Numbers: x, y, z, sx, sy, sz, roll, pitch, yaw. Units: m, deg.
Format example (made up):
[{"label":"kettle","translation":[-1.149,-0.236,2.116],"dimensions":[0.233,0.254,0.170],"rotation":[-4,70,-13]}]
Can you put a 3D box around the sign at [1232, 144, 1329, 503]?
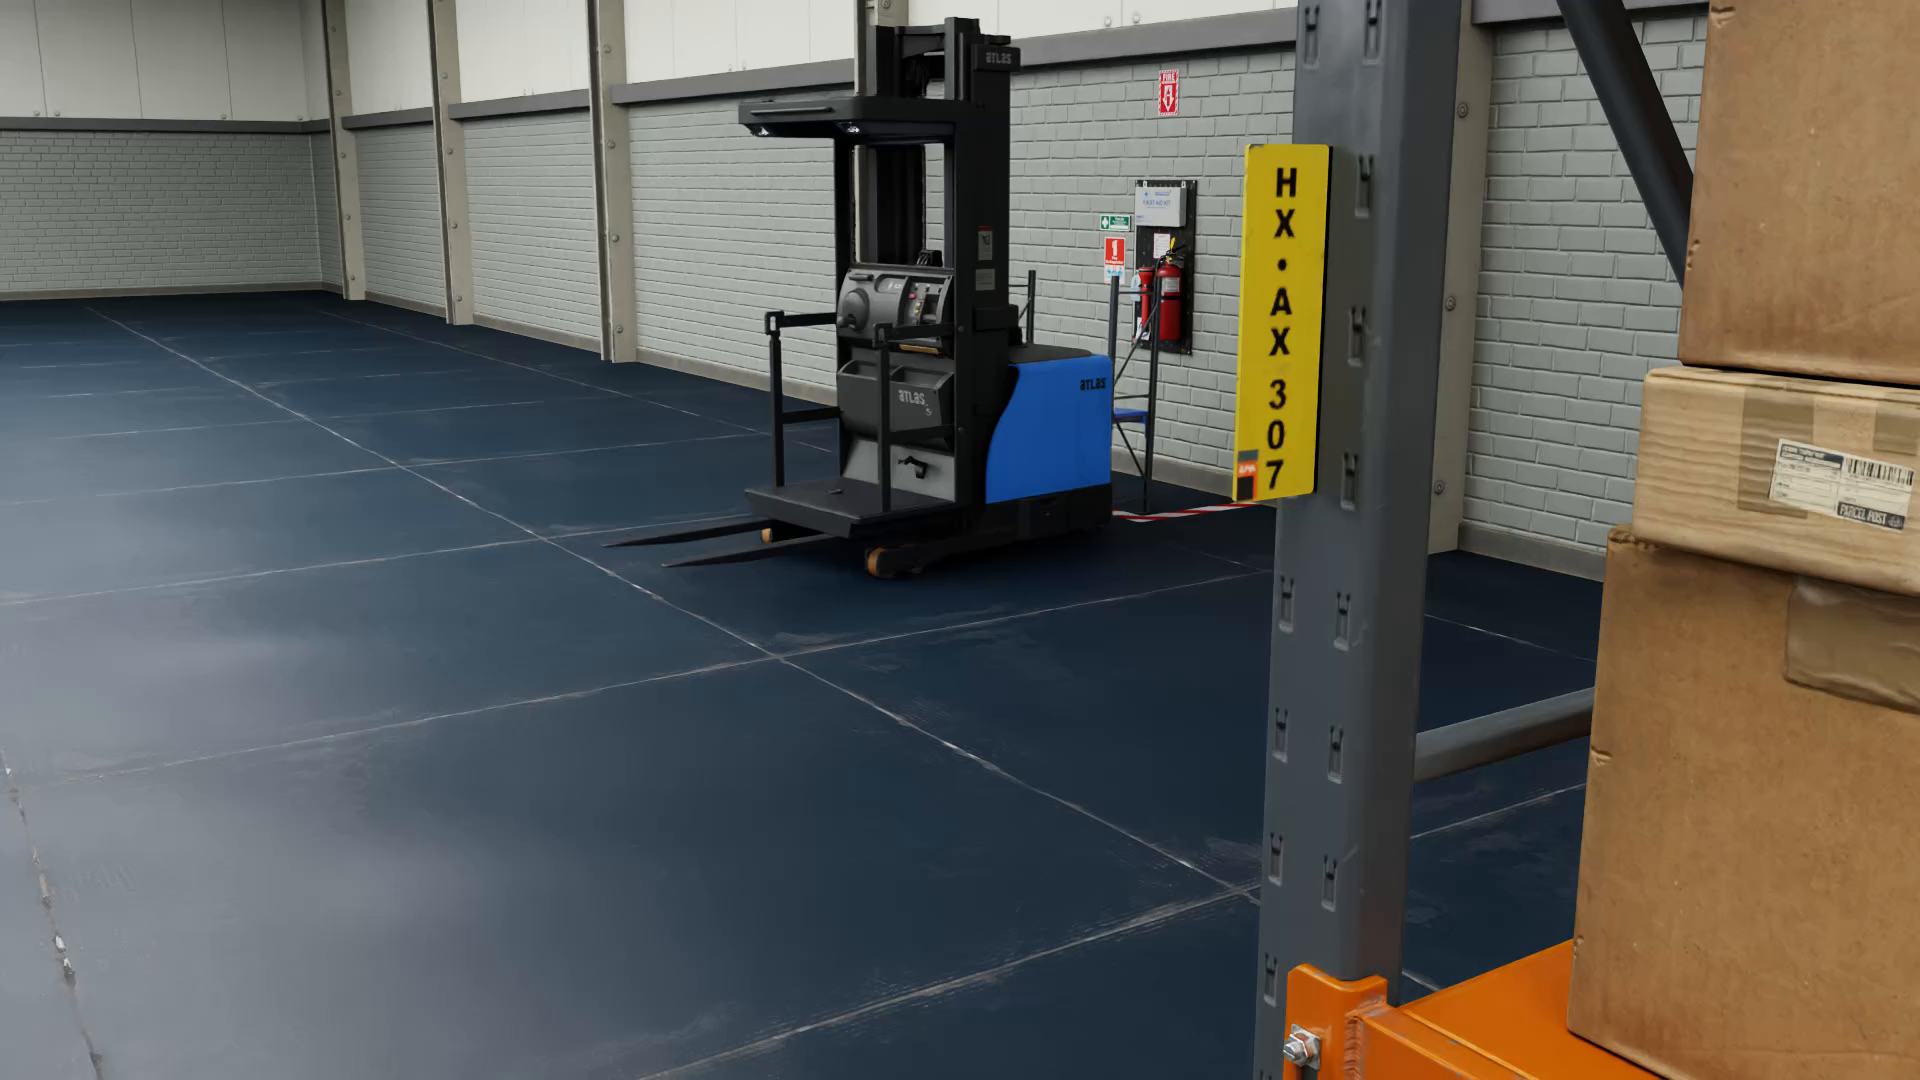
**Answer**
[{"label":"sign","translation":[0.296,-0.199,1.538],"dimensions":[0.100,0.325,0.005],"rotation":[-8,15,-33]}]

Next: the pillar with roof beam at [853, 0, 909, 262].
[{"label":"pillar with roof beam","translation":[-4.241,-4.922,11.306],"dimensions":[9.100,9.000,0.400],"rotation":[-8,15,-33]}]

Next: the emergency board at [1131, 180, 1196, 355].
[{"label":"emergency board","translation":[1.330,-1.878,11.428],"dimensions":[0.194,1.169,0.643],"rotation":[-8,15,-33]}]

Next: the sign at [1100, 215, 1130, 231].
[{"label":"sign","translation":[1.104,-2.263,11.864],"dimensions":[0.001,0.109,0.331],"rotation":[-8,15,-33]}]

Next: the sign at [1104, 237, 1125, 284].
[{"label":"sign","translation":[1.109,-2.006,11.929],"dimensions":[0.001,0.329,0.234],"rotation":[-8,15,-33]}]

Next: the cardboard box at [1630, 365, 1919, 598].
[{"label":"cardboard box","translation":[0.800,-0.072,1.419],"dimensions":[0.380,0.149,0.250],"rotation":[-8,15,-33]}]

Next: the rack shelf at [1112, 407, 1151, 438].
[{"label":"rack shelf","translation":[0.680,-0.781,10.712],"dimensions":[1.000,0.185,0.538],"rotation":[11,13,40]}]

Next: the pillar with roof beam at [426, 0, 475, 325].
[{"label":"pillar with roof beam","translation":[-10.889,-7.056,21.065],"dimensions":[9.100,9.000,0.400],"rotation":[-8,15,-33]}]

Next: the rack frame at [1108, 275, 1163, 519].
[{"label":"rack frame","translation":[1.066,-0.886,10.351],"dimensions":[0.032,1.500,0.500],"rotation":[11,13,40]}]

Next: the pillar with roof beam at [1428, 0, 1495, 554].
[{"label":"pillar with roof beam","translation":[-0.917,-3.855,6.426],"dimensions":[9.100,9.000,0.400],"rotation":[-8,15,-33]}]

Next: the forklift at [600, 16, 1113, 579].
[{"label":"forklift","translation":[-0.525,-1.349,9.170],"dimensions":[3.031,2.935,1.130],"rotation":[-10,16,-40]}]

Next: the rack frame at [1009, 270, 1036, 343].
[{"label":"rack frame","translation":[0.305,-1.030,11.009],"dimensions":[0.032,1.500,0.500],"rotation":[11,13,40]}]

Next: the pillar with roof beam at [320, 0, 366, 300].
[{"label":"pillar with roof beam","translation":[-14.214,-8.123,25.945],"dimensions":[9.100,9.000,0.400],"rotation":[-8,15,-33]}]

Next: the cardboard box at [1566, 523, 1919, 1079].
[{"label":"cardboard box","translation":[1.010,0.234,1.537],"dimensions":[0.700,0.500,0.500],"rotation":[-8,15,-33]}]

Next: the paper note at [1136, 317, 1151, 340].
[{"label":"paper note","translation":[1.289,-1.487,11.703],"dimensions":[0.016,0.148,0.142],"rotation":[-8,15,-33]}]

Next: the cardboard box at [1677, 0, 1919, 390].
[{"label":"cardboard box","translation":[1.039,-0.391,1.356],"dimensions":[0.700,0.500,0.500],"rotation":[-8,15,-33]}]

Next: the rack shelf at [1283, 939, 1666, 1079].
[{"label":"rack shelf","translation":[1.870,0.905,0.385],"dimensions":[1.077,0.370,4.000],"rotation":[-8,15,-33]}]

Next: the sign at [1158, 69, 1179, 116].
[{"label":"sign","translation":[1.408,-3.024,11.241],"dimensions":[0.001,0.298,0.199],"rotation":[-8,15,-33]}]

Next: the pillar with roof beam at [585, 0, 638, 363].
[{"label":"pillar with roof beam","translation":[-7.565,-5.989,16.185],"dimensions":[9.100,9.000,0.400],"rotation":[-8,15,-33]}]

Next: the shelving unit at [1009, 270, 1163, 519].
[{"label":"shelving unit","translation":[0.685,-0.958,10.680],"dimensions":[1.048,1.500,0.538],"rotation":[11,13,40]}]
